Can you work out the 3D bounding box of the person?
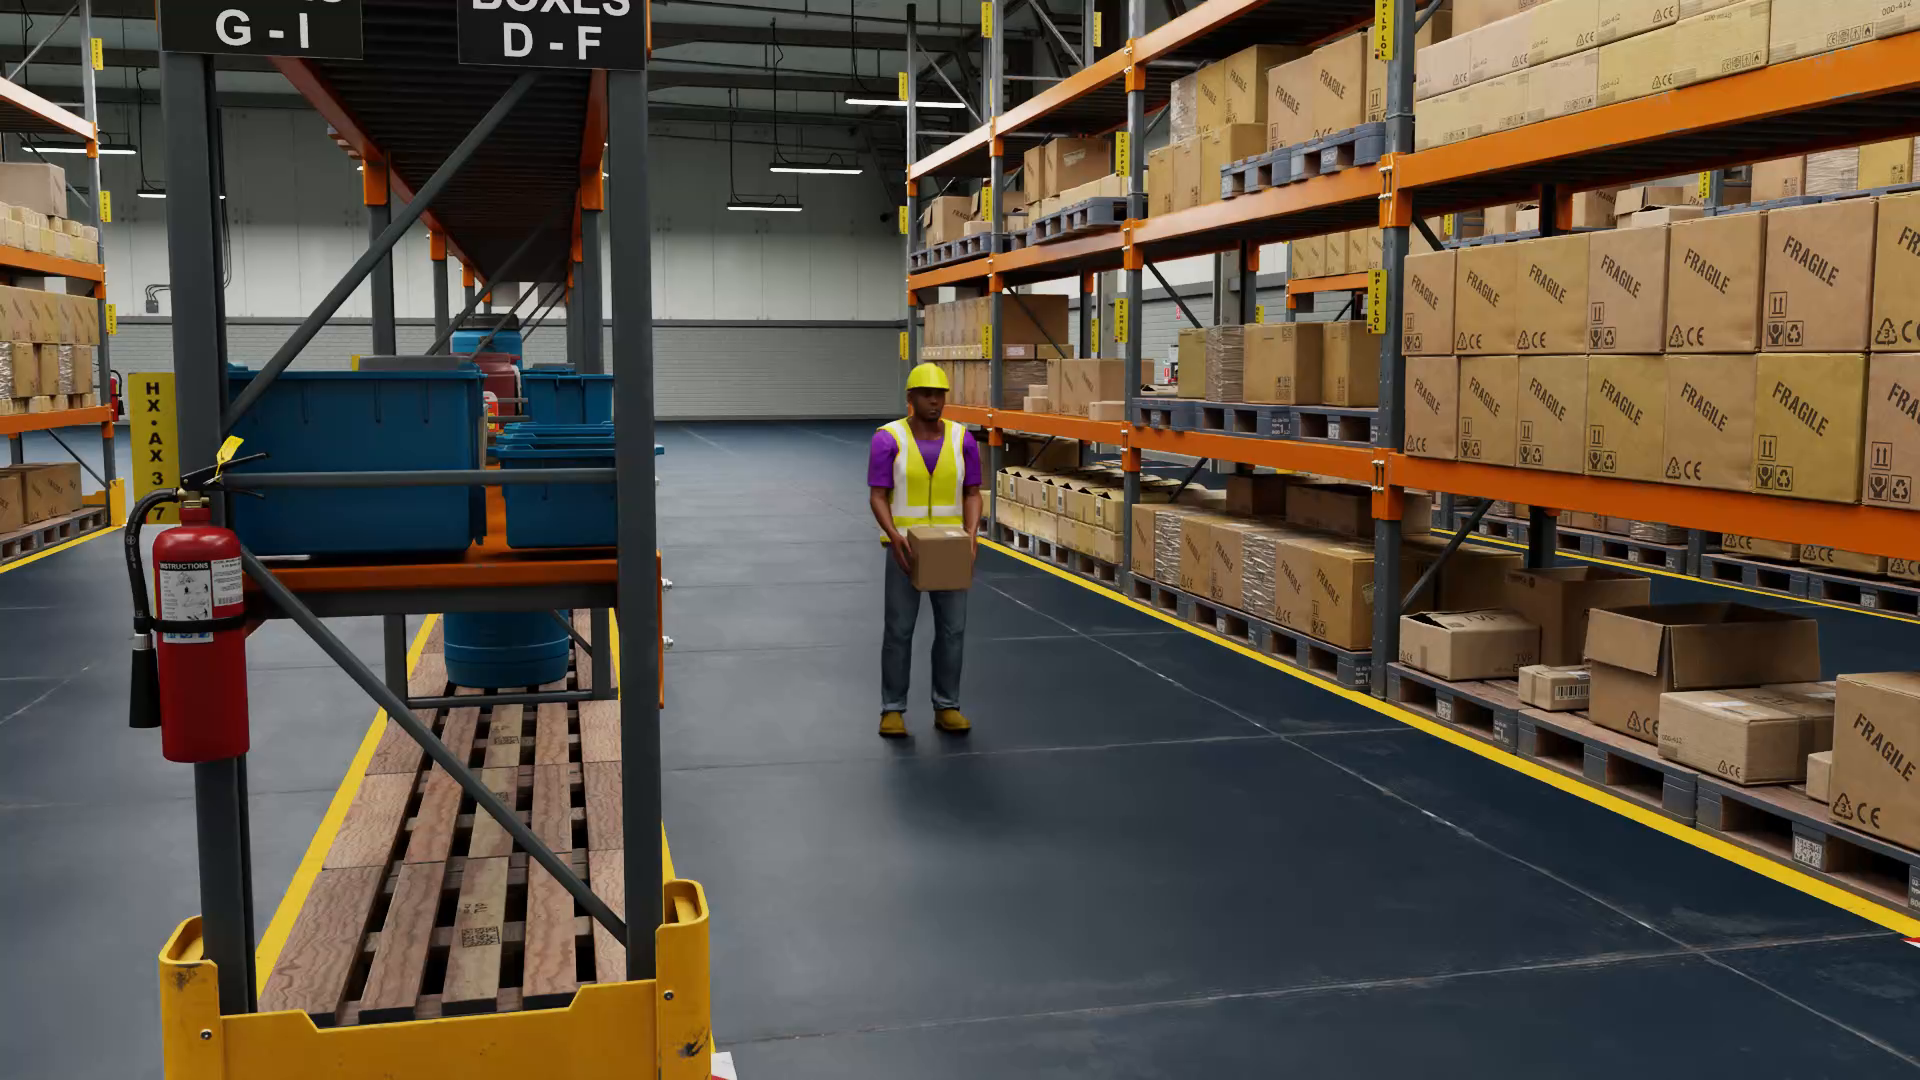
[{"bbox_3d":[-10.395,-2.930,1.698,23.390,9.002,6.672,-2,6,-15],"label":"person"}]
